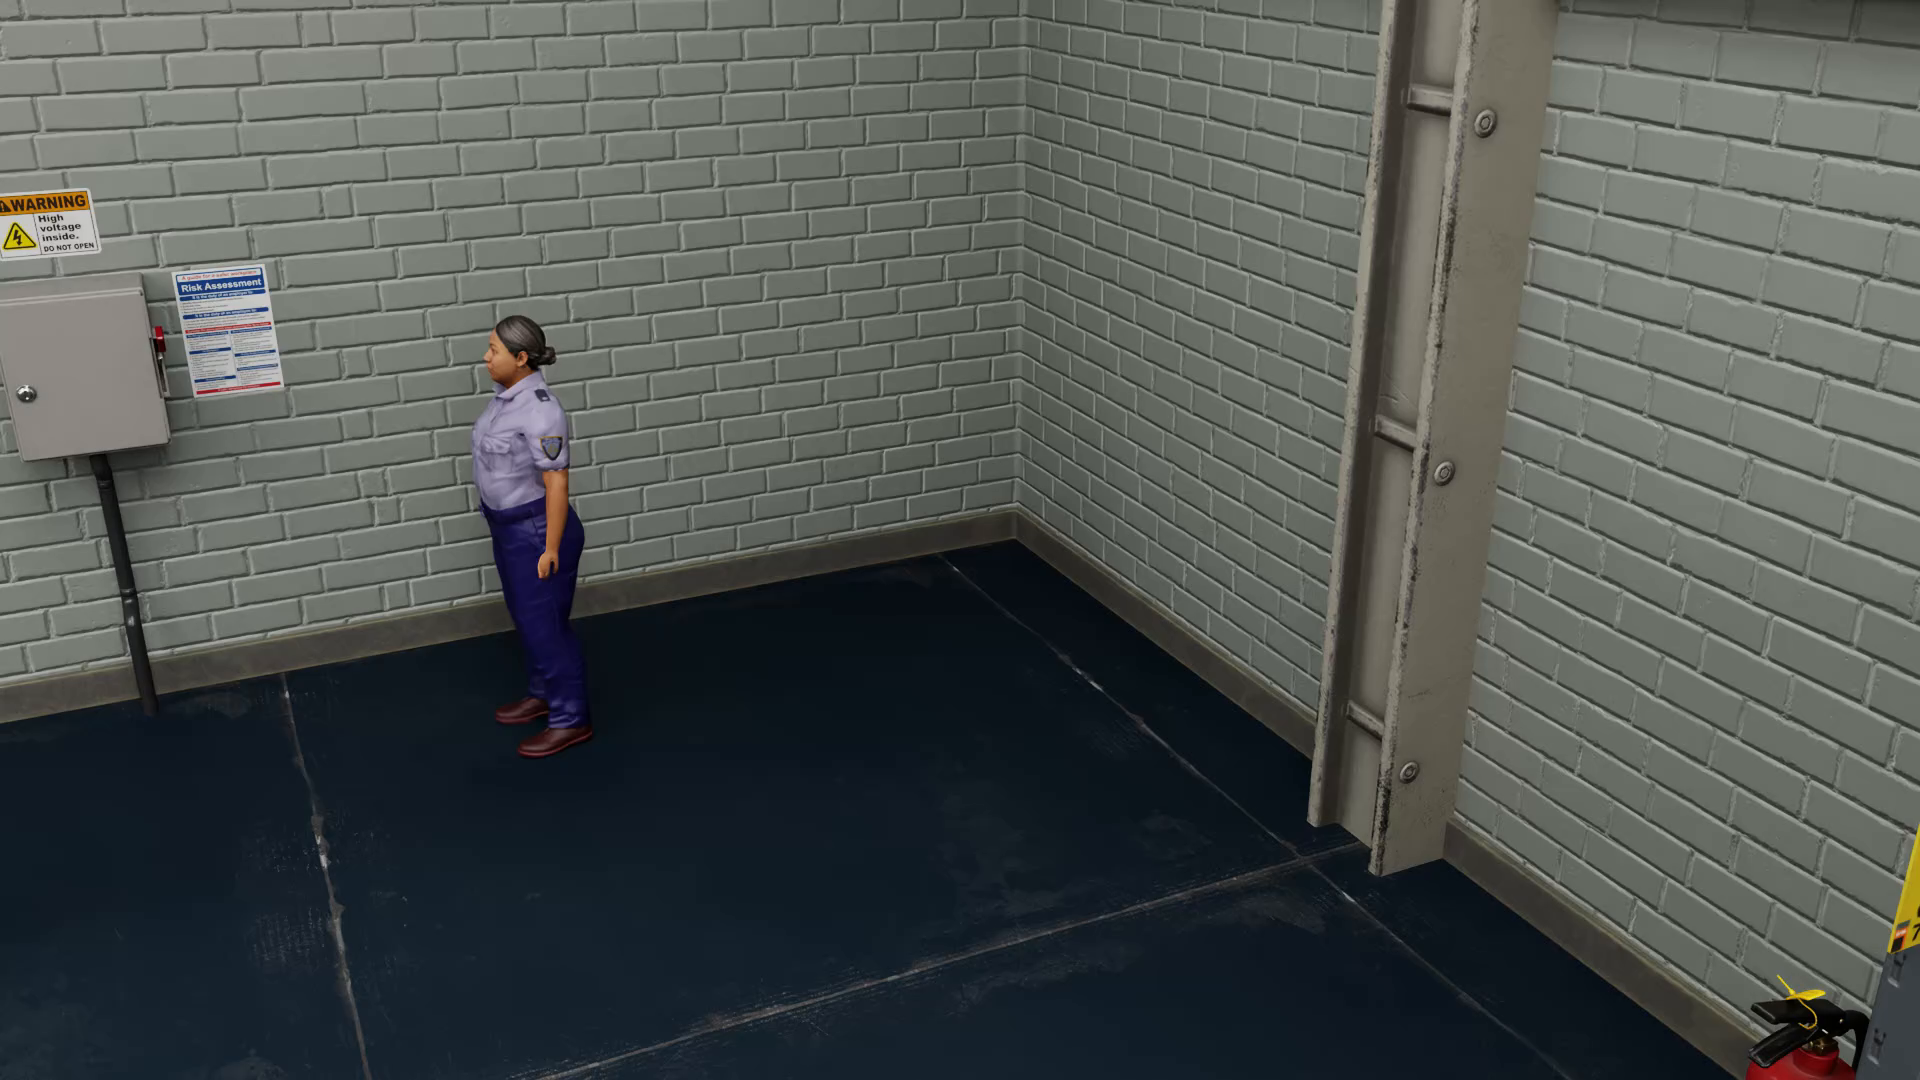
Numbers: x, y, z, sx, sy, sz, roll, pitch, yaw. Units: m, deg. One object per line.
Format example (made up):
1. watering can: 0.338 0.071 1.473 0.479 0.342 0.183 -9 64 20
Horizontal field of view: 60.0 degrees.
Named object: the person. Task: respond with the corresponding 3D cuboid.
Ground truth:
1. person: -1.591 -0.019 6.160 0.344 1.656 0.471 -12 25 -27
